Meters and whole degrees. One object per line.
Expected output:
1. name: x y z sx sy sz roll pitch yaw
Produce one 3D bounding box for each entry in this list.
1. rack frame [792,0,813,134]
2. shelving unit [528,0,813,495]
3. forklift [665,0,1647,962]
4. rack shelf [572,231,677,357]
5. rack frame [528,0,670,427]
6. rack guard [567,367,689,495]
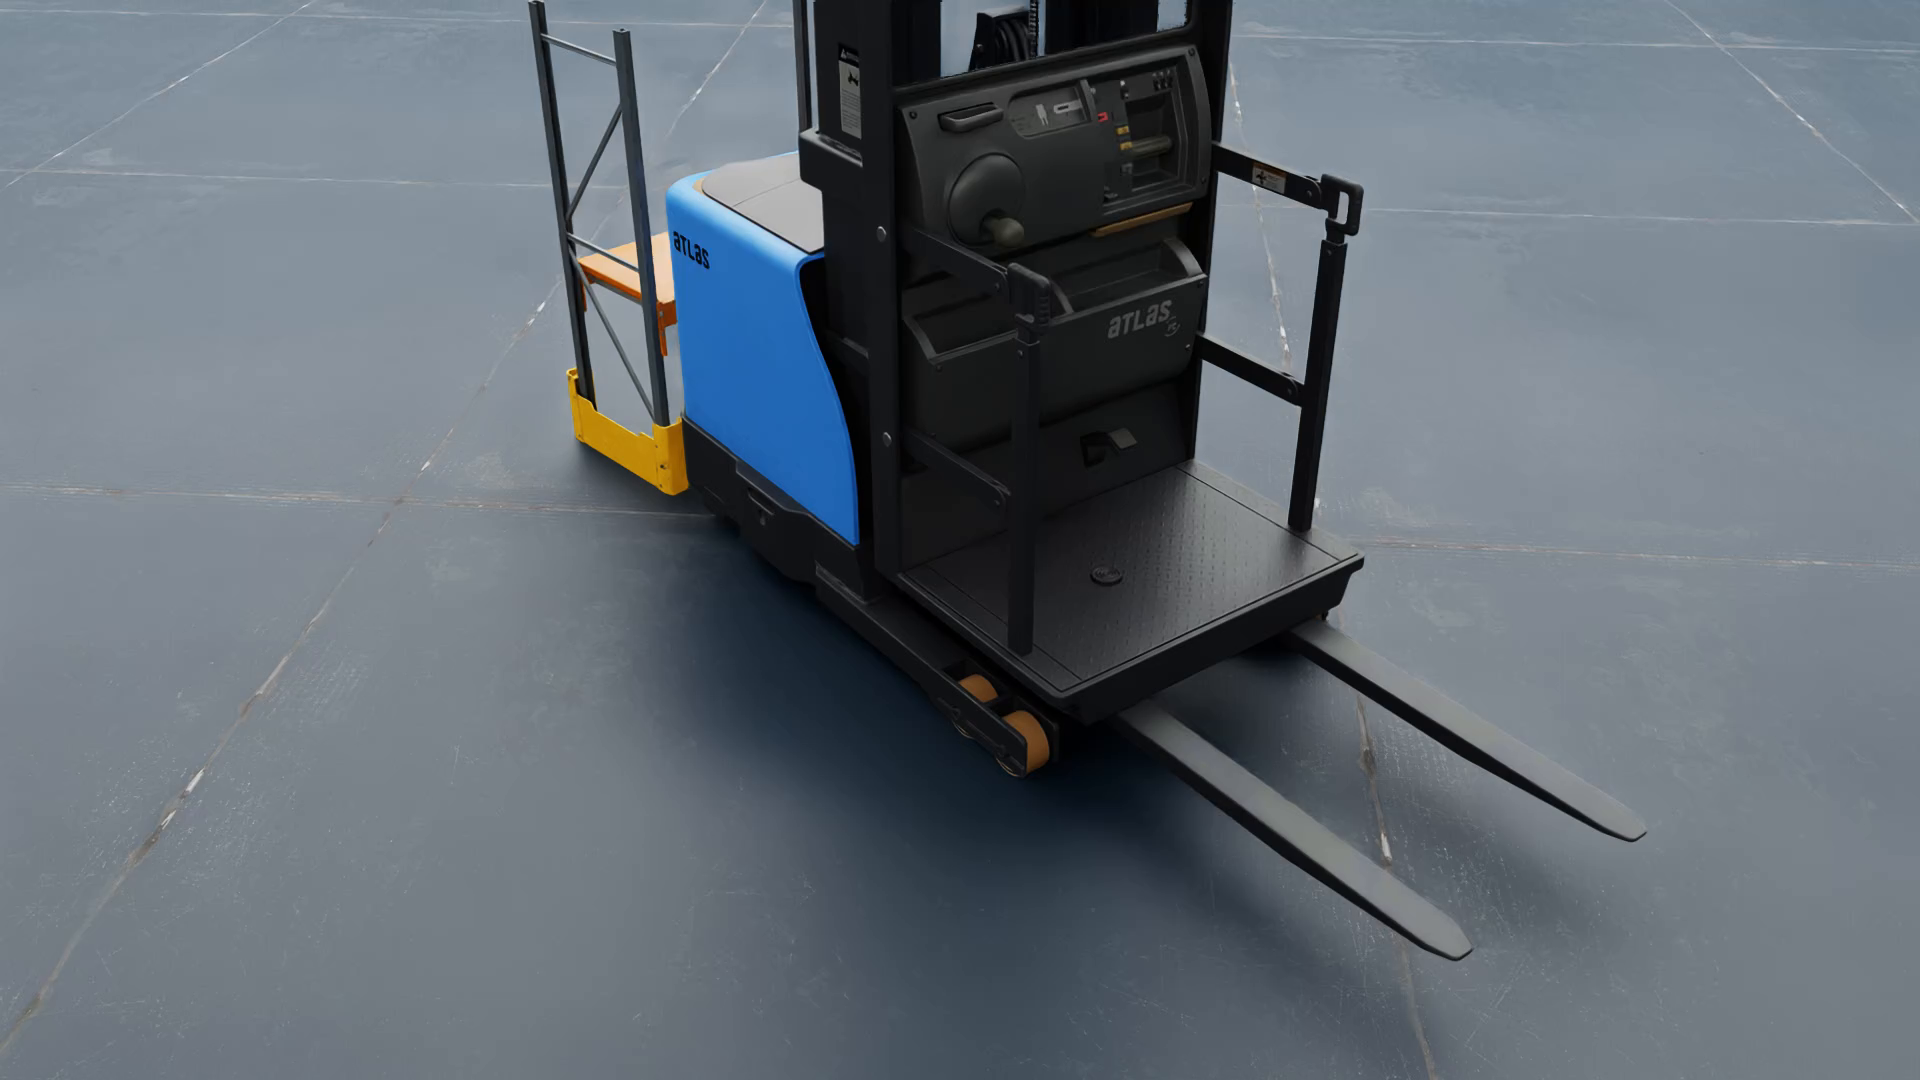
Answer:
1. rack frame: -0.395 -1.277 5.893 0.032 1.500 0.500 -27 41 -36
2. shelving unit: -0.768 -1.089 5.588 1.083 1.500 0.587 -27 41 -36
3. forklift: 0.387 -0.934 3.973 1.130 2.935 3.031 -21 37 -30
4. rack shelf: -0.761 -0.939 5.688 1.000 0.185 0.538 -27 41 -36
5. rack frame: -1.128 -0.908 5.294 0.032 1.500 0.500 -27 41 -36
6. rack guard: -1.127 -0.376 5.622 0.087 0.250 0.587 -27 41 -36
